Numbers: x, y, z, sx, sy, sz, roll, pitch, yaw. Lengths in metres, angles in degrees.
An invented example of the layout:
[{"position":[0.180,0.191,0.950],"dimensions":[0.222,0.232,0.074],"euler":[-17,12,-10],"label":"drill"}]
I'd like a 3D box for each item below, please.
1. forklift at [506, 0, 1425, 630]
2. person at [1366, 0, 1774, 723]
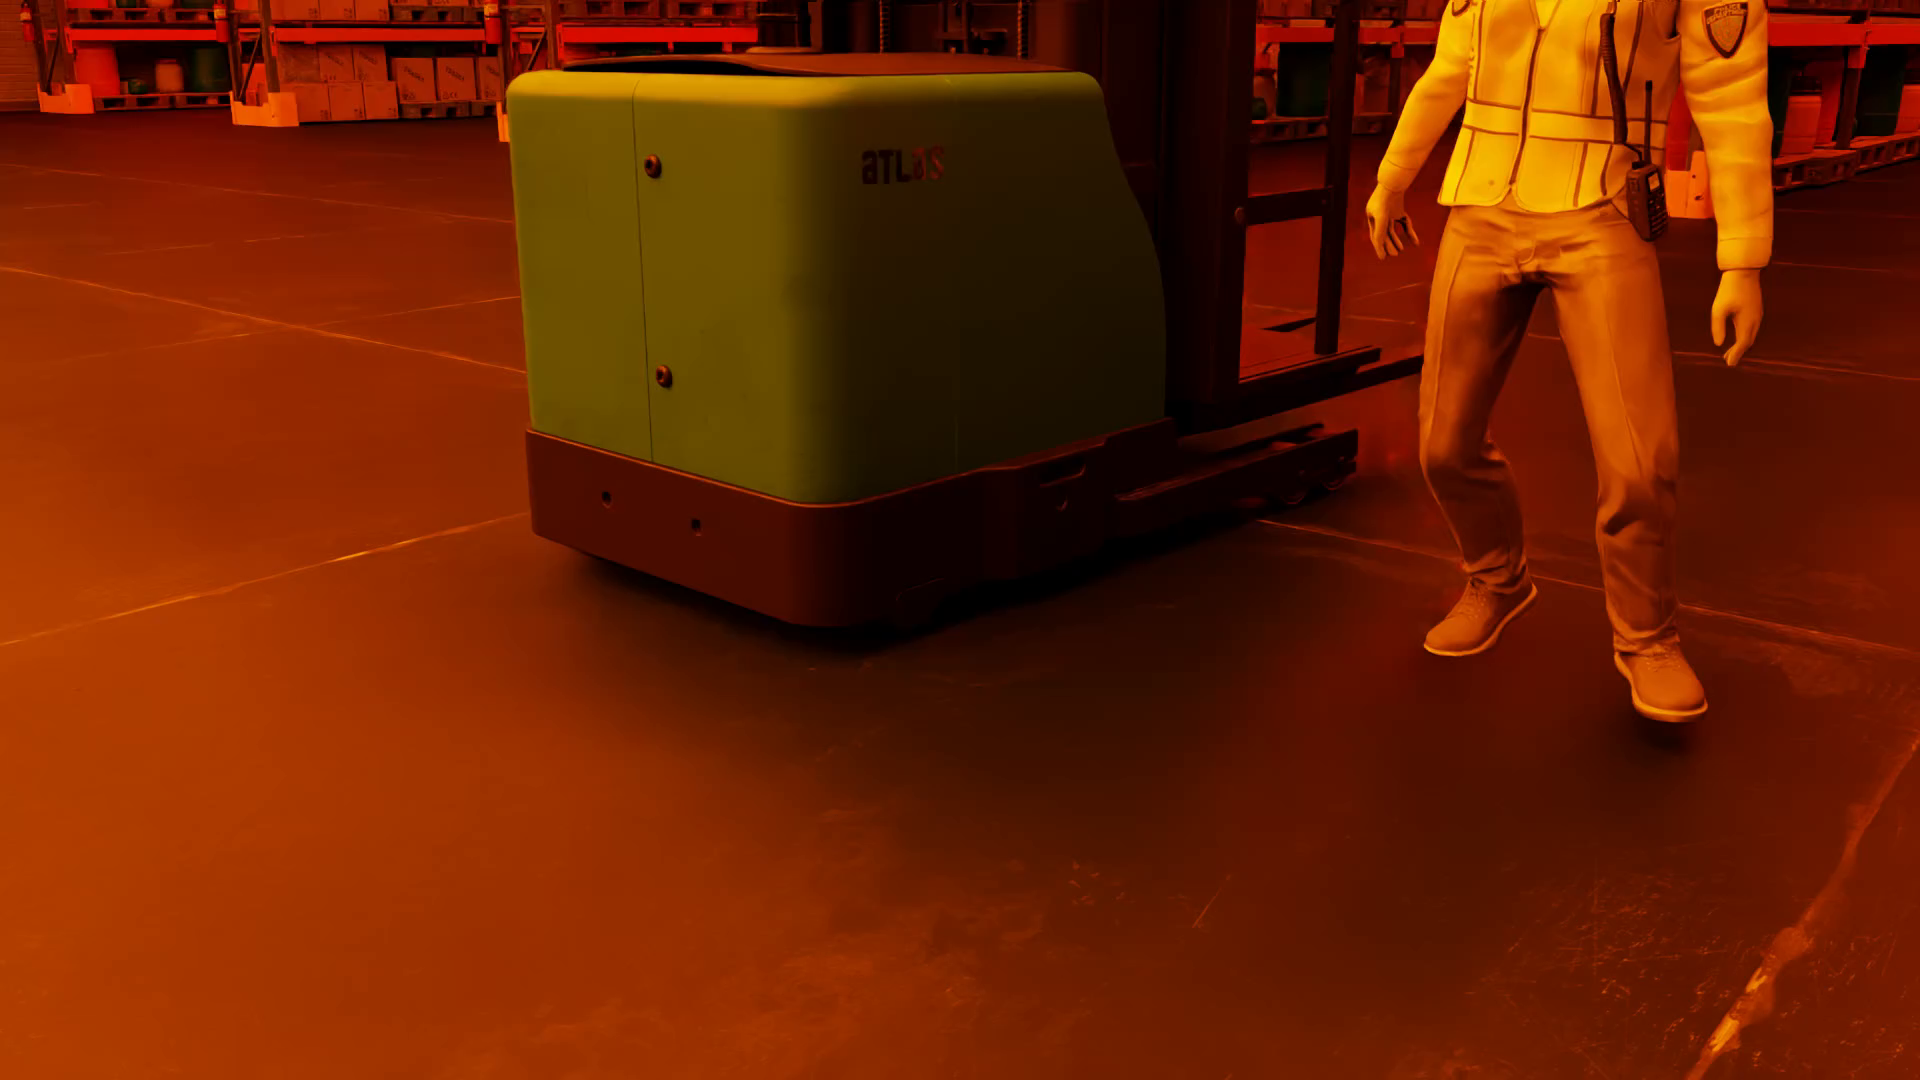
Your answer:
[{"position":[0.401,-1.579,4.099],"dimensions":[1.130,2.935,3.031],"euler":[15,23,41],"label":"forklift"},{"position":[1.044,-0.526,2.908],"dimensions":[0.462,1.641,0.795],"euler":[-14,22,-39],"label":"person"}]
